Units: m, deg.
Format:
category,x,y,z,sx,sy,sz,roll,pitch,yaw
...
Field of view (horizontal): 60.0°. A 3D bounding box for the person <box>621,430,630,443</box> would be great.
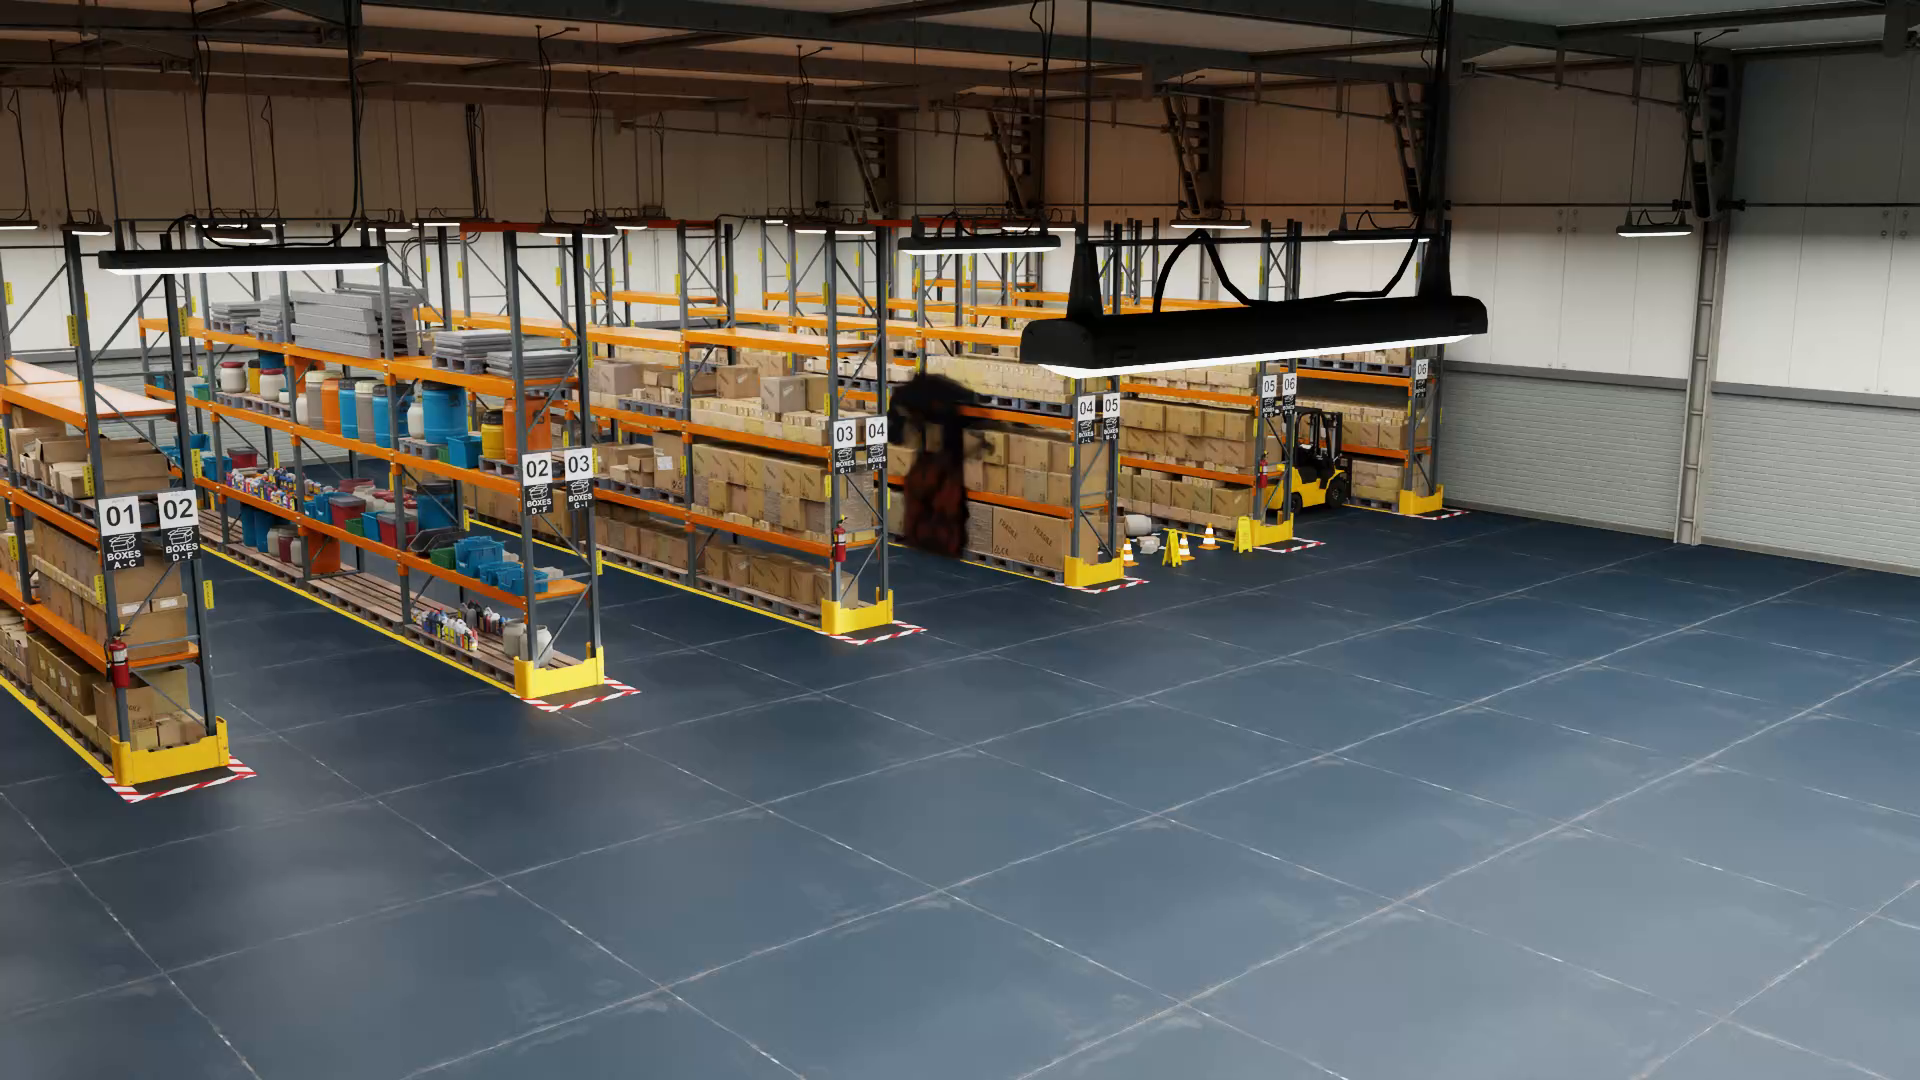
category,x,y,z,sx,sy,sz,roll,pitch,yaw
person,-8.310,-2.734,41.133,0.726,1.757,0.705,-4,12,-17
